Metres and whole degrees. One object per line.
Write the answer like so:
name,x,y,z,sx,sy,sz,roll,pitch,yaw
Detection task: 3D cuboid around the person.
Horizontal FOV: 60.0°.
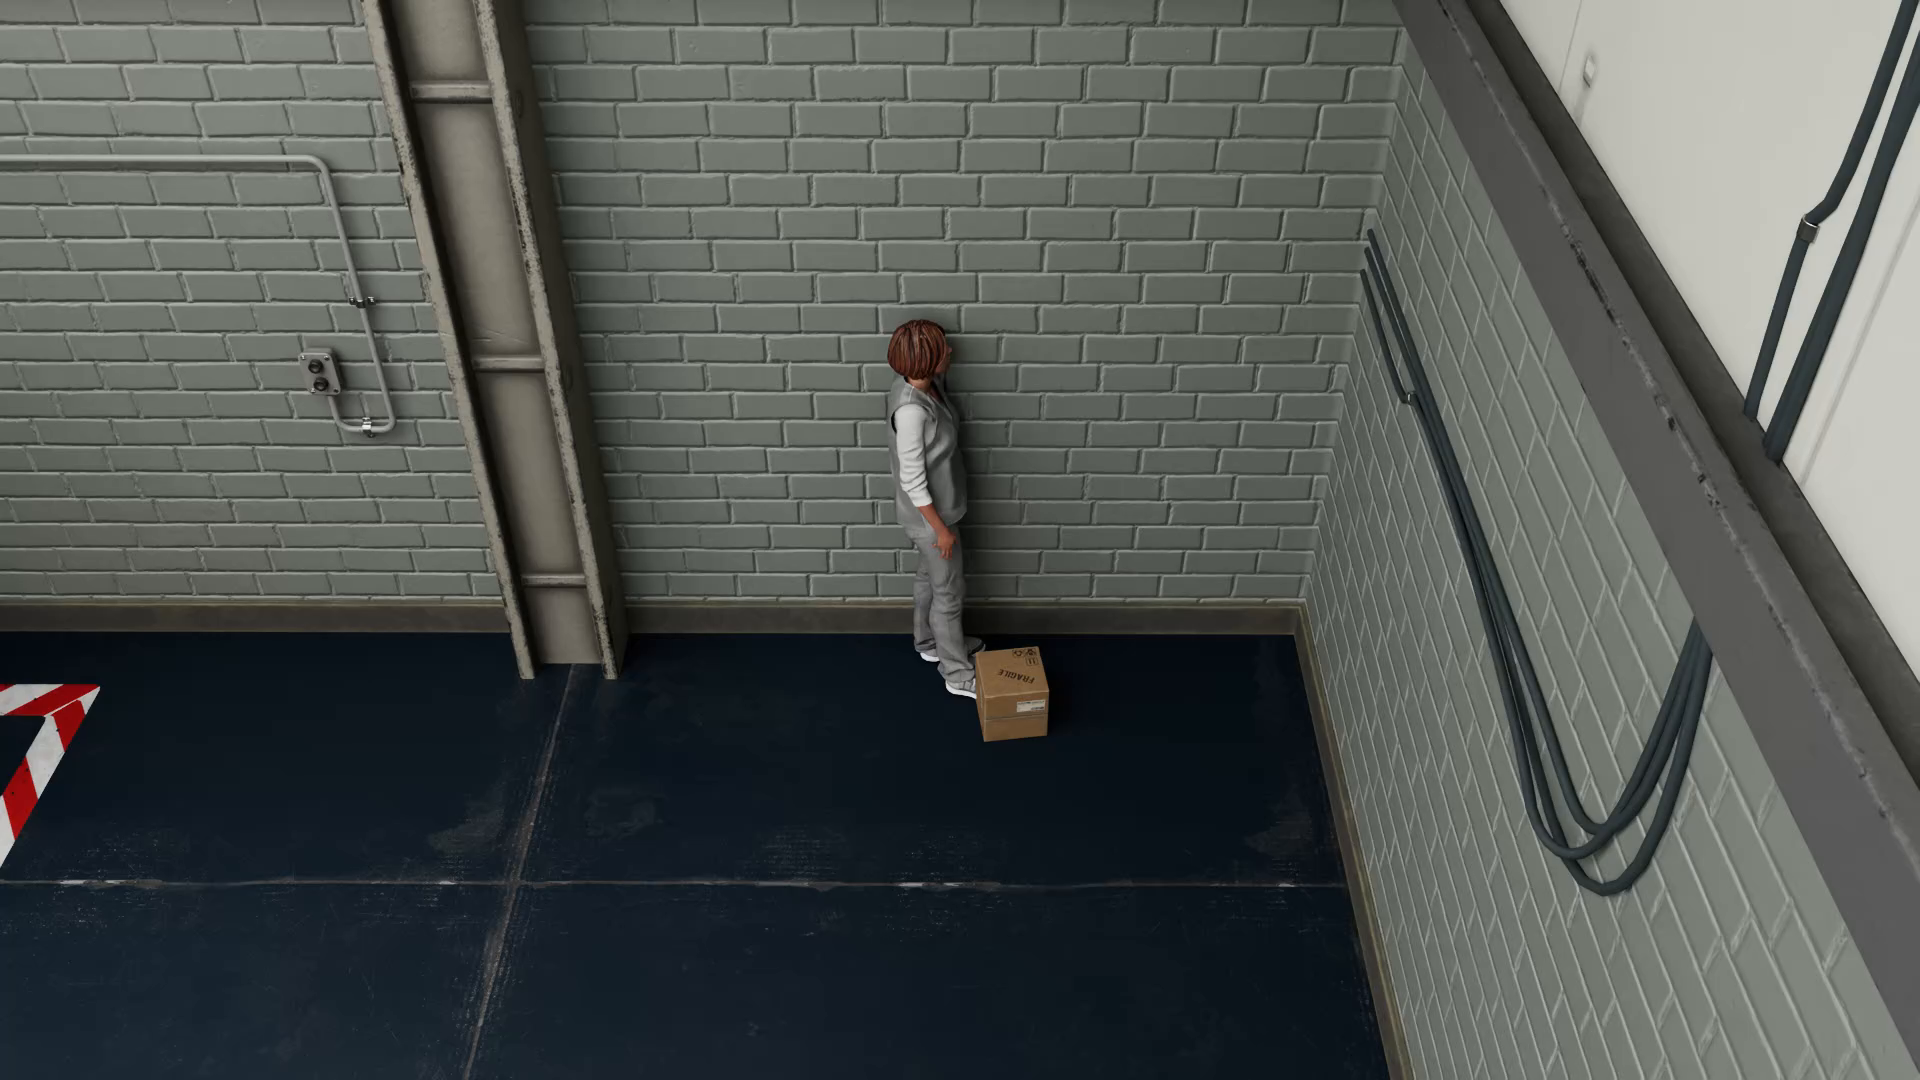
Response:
person,-0.030,-0.124,6.297,0.474,1.597,0.521,0,40,0
